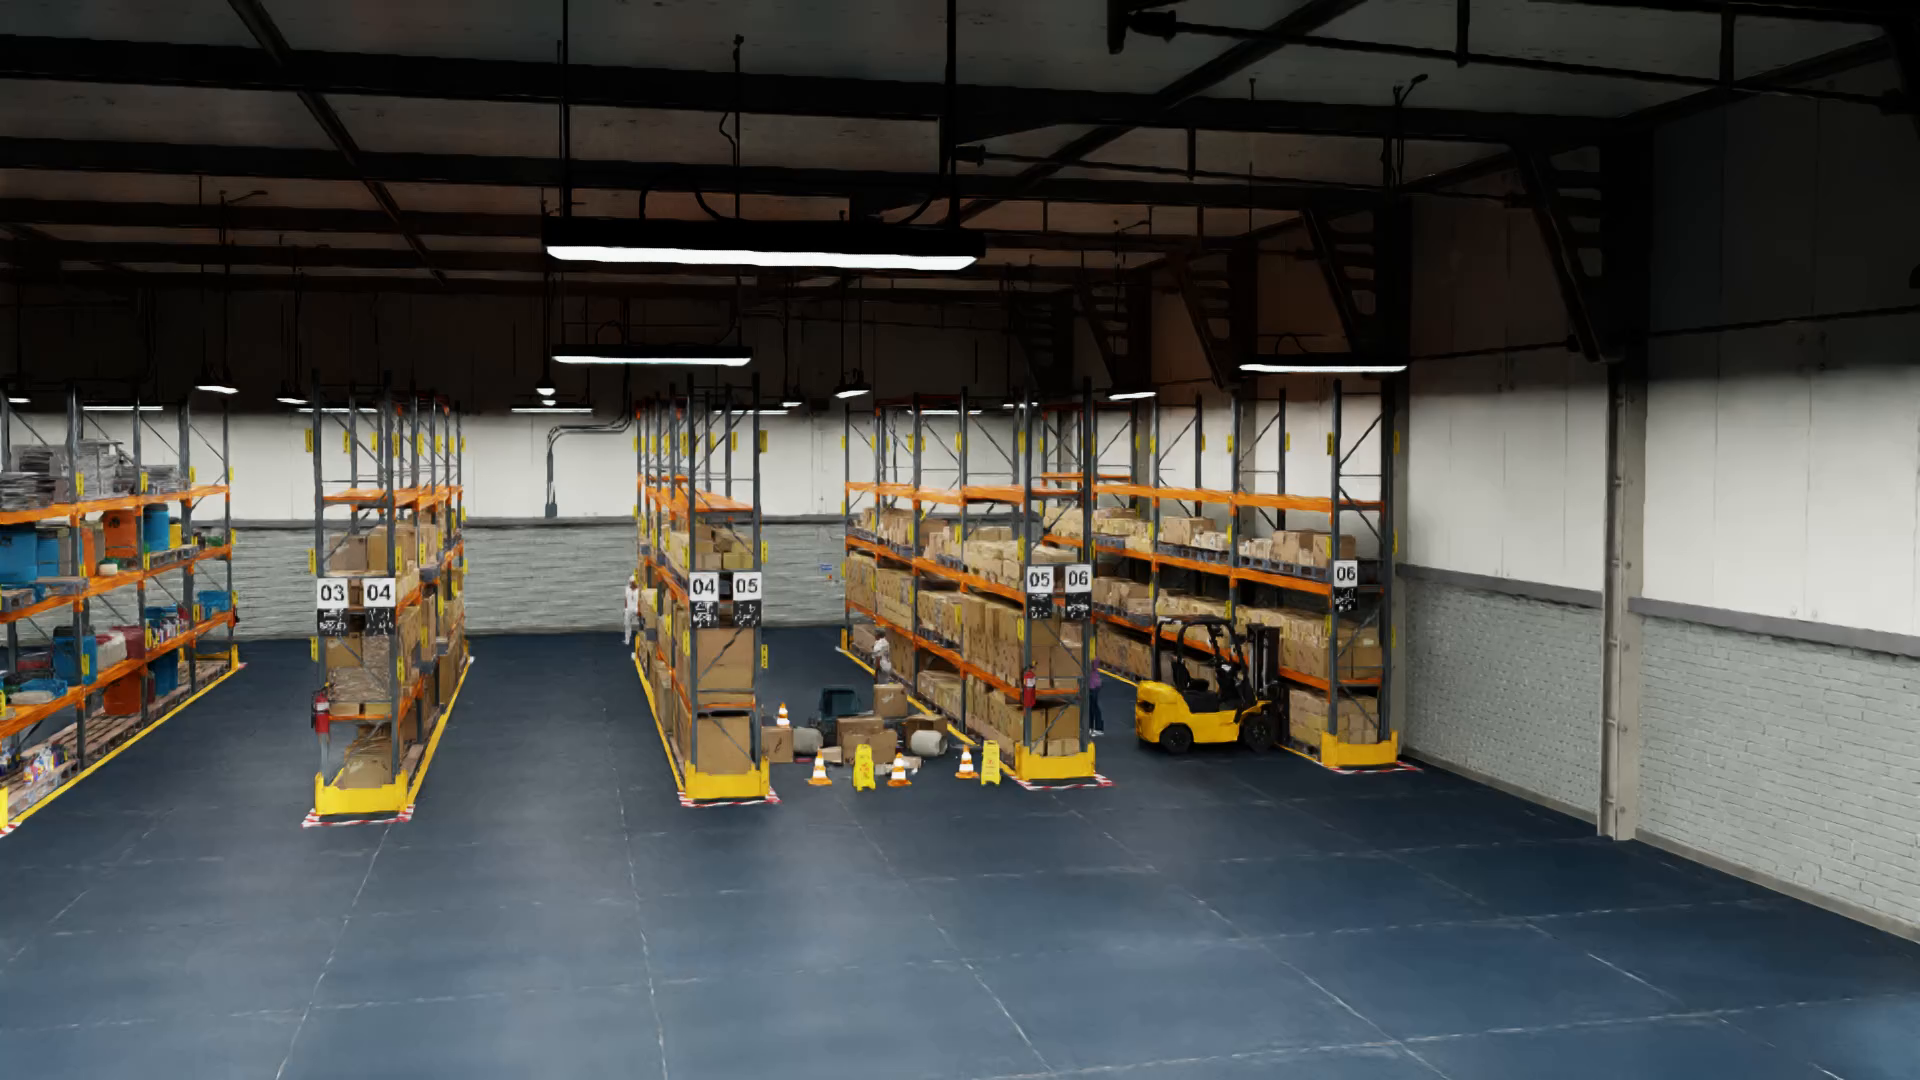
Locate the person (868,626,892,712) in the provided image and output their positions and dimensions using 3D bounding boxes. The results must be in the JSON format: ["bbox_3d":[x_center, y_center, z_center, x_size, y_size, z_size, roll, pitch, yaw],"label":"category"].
[{"bbox_3d":[-1.458,2.403,30.369,0.556,1.664,0.581,1,3,12],"label":"person"}]

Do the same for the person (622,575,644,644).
[{"bbox_3d":[-8.155,1.733,41.797,0.602,1.732,0.984,0,3,7],"label":"person"}]

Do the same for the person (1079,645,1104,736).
[{"bbox_3d":[2.240,2.541,28.598,0.527,1.592,0.523,1,3,19],"label":"person"}]
